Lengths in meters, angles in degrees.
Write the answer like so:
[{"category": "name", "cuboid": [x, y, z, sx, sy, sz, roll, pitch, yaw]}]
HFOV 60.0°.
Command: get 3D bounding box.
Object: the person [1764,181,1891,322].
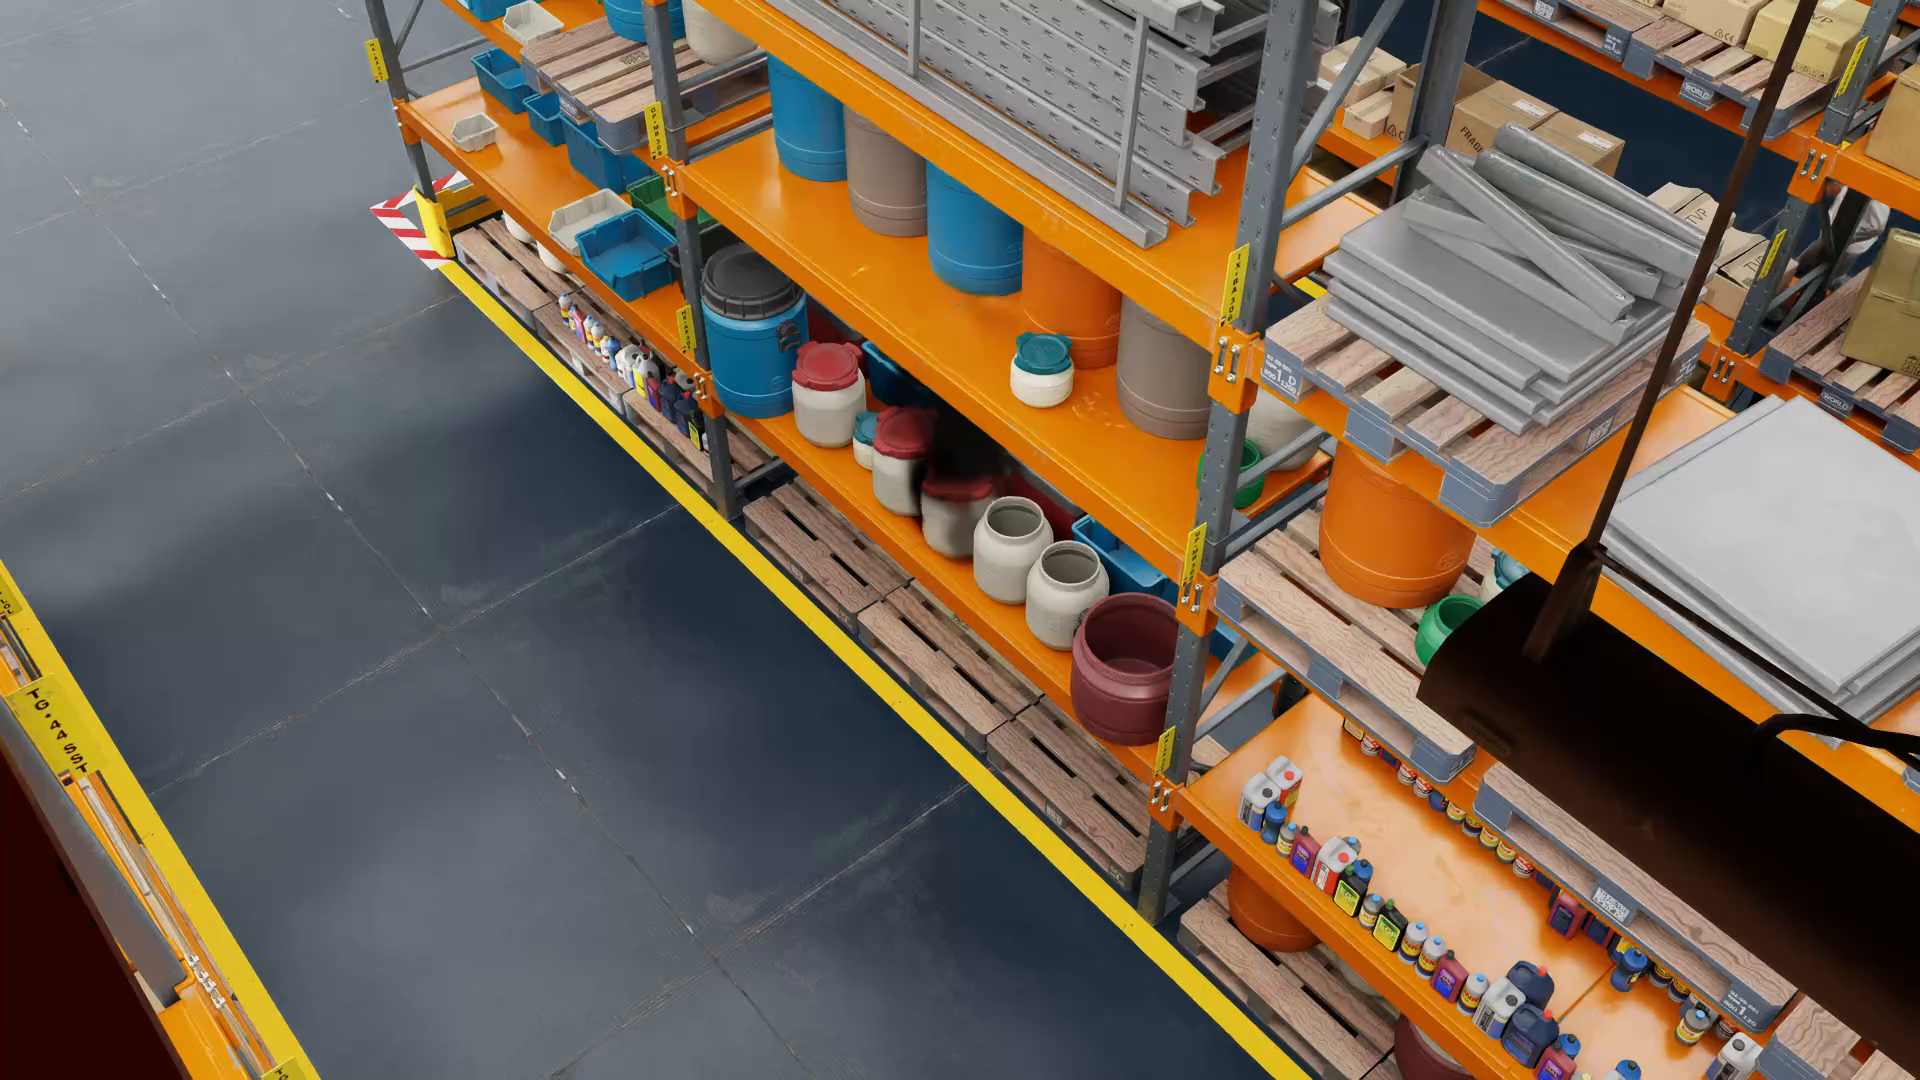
[{"category": "person", "cuboid": [6.315, -2.150, 11.823, 0.676, 1.751, 0.945, -36, 56, -29]}]
